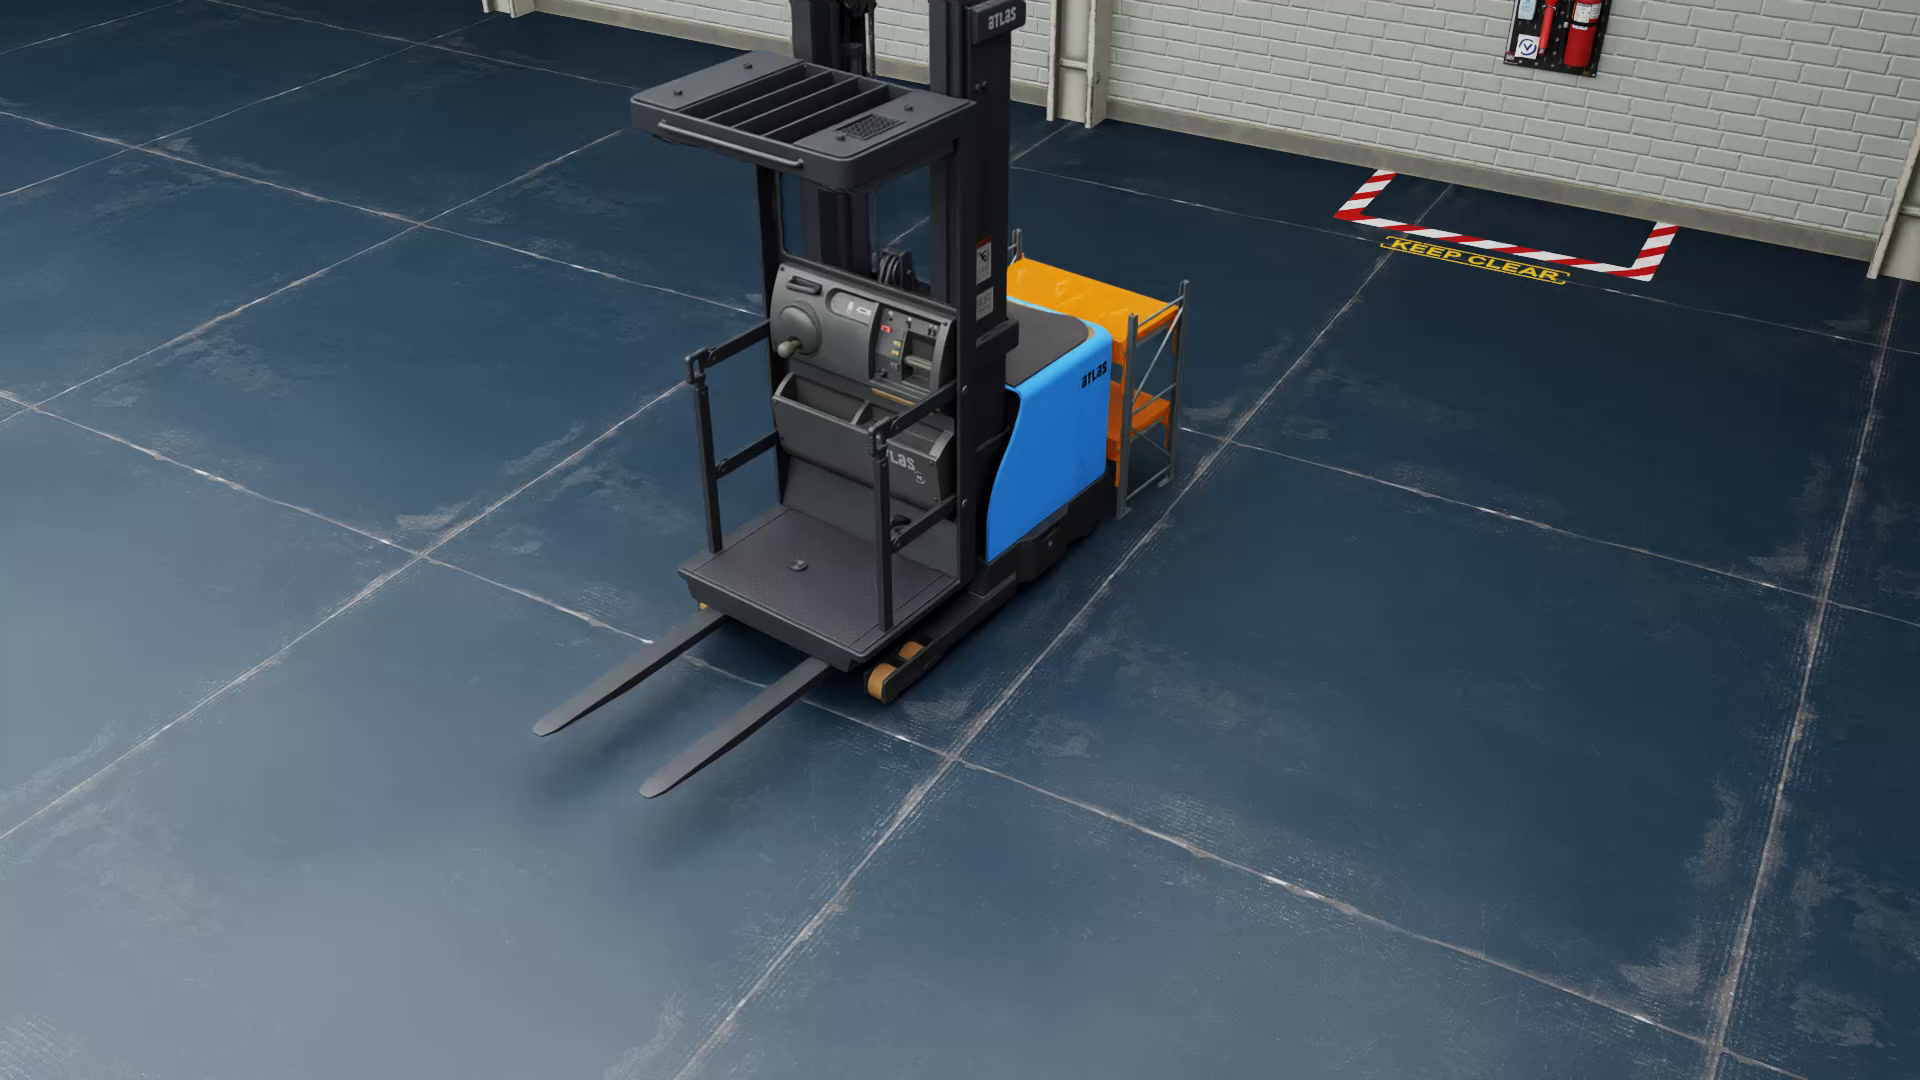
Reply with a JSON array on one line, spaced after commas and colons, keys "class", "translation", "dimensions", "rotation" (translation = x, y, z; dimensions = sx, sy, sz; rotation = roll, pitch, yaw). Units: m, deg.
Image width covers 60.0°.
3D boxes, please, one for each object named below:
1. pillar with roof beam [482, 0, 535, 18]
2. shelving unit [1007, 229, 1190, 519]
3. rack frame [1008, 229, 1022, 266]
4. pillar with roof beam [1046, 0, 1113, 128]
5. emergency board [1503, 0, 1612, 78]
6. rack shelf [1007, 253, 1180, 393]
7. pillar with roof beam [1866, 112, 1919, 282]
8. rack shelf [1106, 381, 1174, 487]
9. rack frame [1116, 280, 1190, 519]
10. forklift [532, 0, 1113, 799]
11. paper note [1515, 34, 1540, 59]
[{"class": "pillar with roof beam", "translation": [-6.408, -6.703, 10.198], "dimensions": [0.400, 9.000, 9.100], "rotation": [18, 37, 24]}, {"class": "shelving unit", "translation": [0.557, -0.865, 8.533], "dimensions": [1.048, 1.125, 0.538], "rotation": [24, 40, 31]}, {"class": "rack frame", "translation": [0.158, -1.039, 8.796], "dimensions": [0.032, 1.125, 0.500], "rotation": [24, 40, 31]}, {"class": "pillar with roof beam", "translation": [-1.199, -5.053, 7.720], "dimensions": [0.400, 9.000, 9.100], "rotation": [18, 37, 24]}, {"class": "emergency board", "translation": [4.020, -3.676, 11.064], "dimensions": [0.643, 1.169, 0.194], "rotation": [18, 37, 24]}, {"class": "rack shelf", "translation": [0.557, -1.108, 8.371], "dimensions": [1.000, 0.278, 0.538], "rotation": [24, 40, 31]}, {"class": "pillar with roof beam", "translation": [4.010, -3.403, 5.242], "dimensions": [0.400, 9.000, 9.100], "rotation": [18, 37, 24]}, {"class": "rack shelf", "translation": [0.557, -0.661, 8.669], "dimensions": [1.000, 0.278, 0.538], "rotation": [24, 40, 31]}, {"class": "rack frame", "translation": [0.956, -0.690, 8.271], "dimensions": [0.032, 1.125, 0.500], "rotation": [24, 40, 31]}, {"class": "forklift", "translation": [-0.551, -0.827, 6.848], "dimensions": [1.130, 2.935, 3.031], "rotation": [23, 40, 30]}, {"class": "paper note", "translation": [3.900, -3.391, 11.431], "dimensions": [0.142, 0.148, 0.016], "rotation": [18, 37, 24]}]
